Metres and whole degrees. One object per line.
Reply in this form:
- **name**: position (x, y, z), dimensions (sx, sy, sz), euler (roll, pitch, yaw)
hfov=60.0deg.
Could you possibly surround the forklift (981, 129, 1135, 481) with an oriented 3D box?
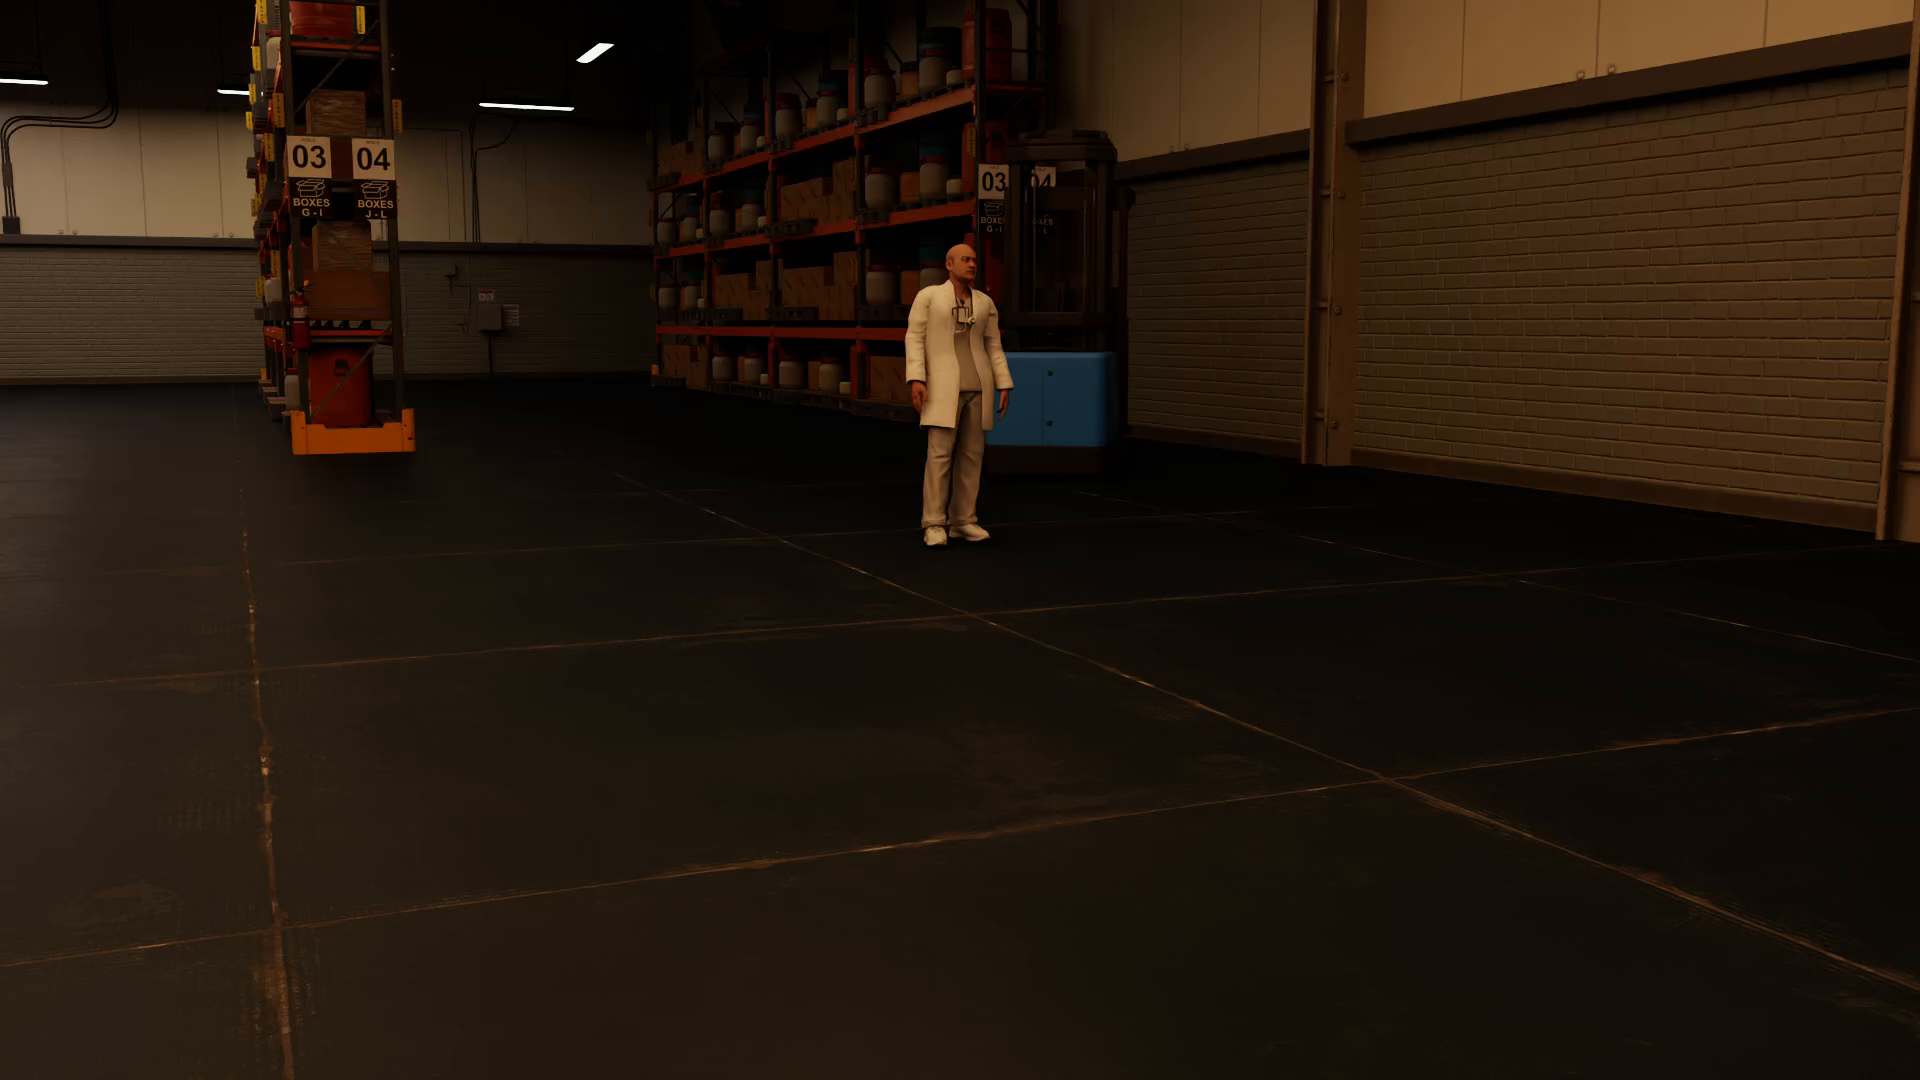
- **forklift**: position (0.977, -2.107, 14.926), dimensions (1.130, 2.935, 3.031), euler (2, 8, 11)

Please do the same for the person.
- **person**: position (0.032, -0.877, 9.953), dimensions (0.696, 1.775, 0.581), euler (-3, 8, -23)
